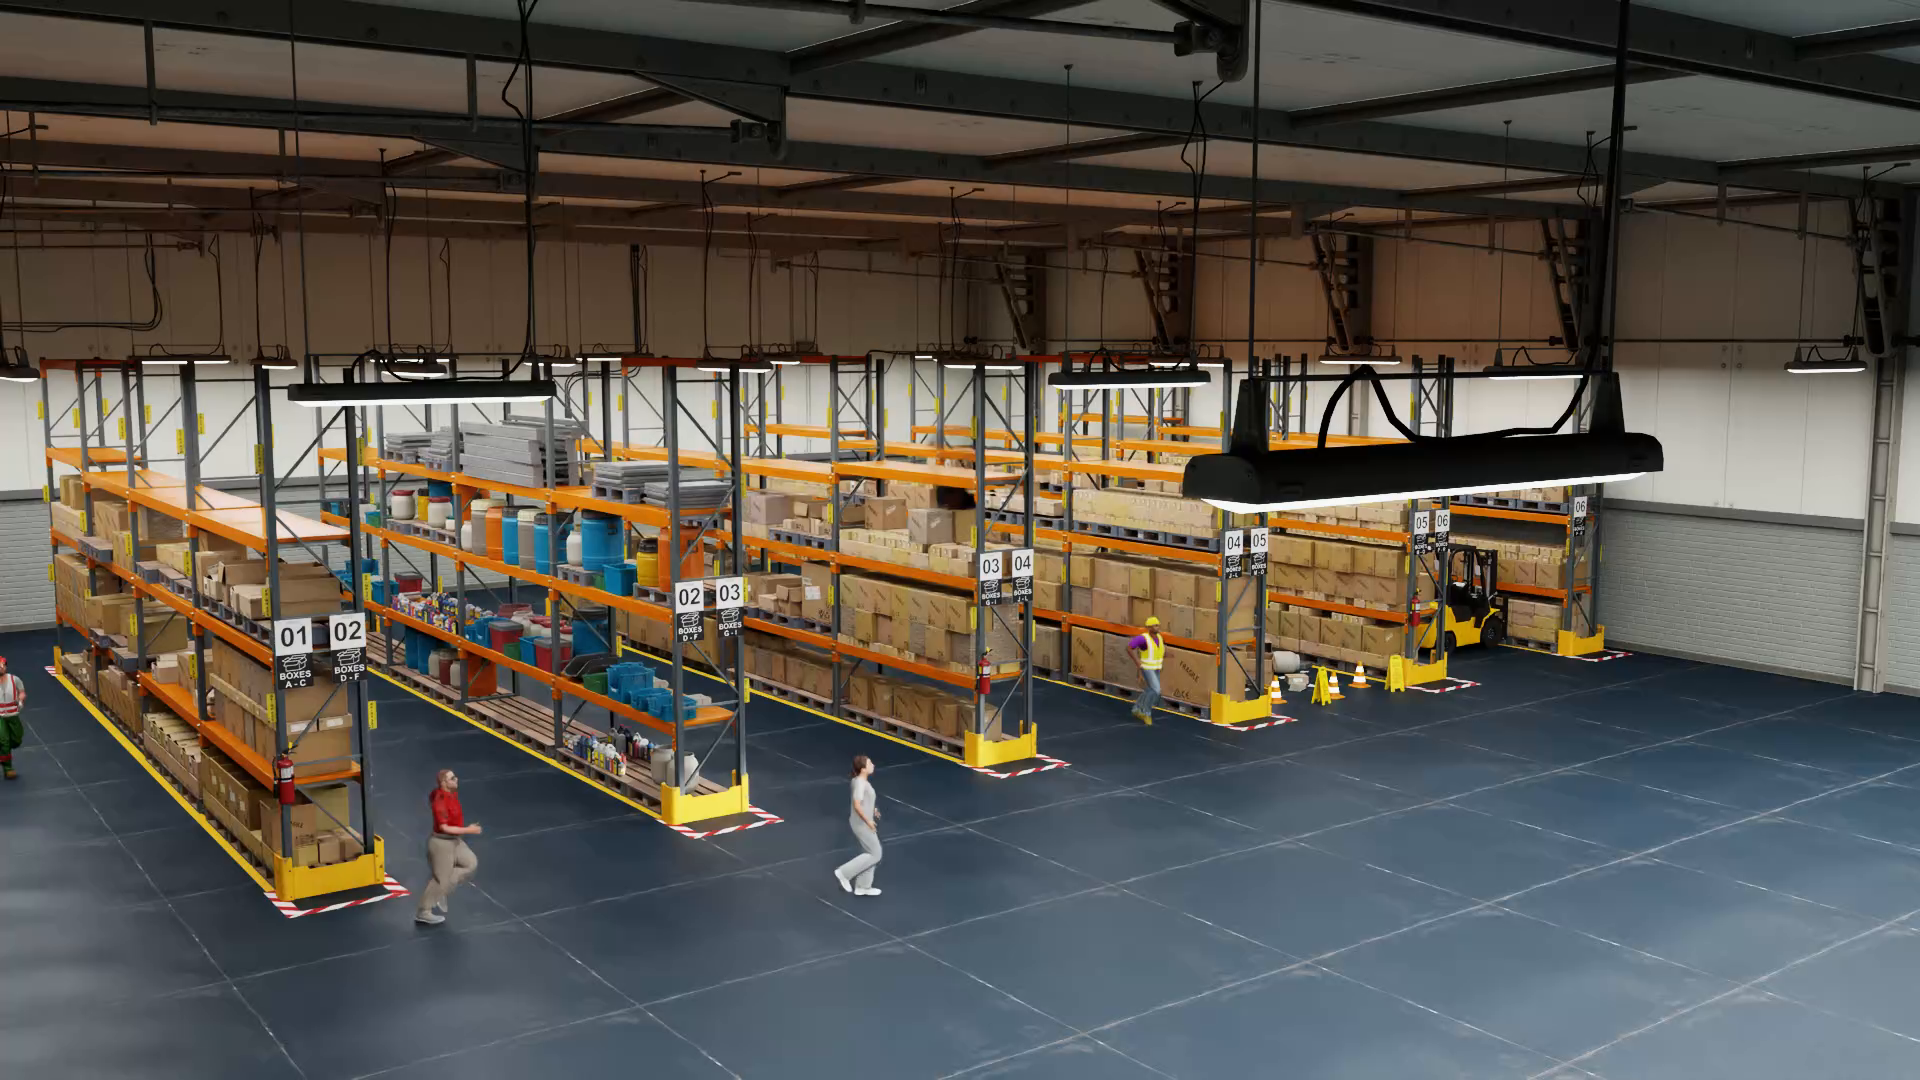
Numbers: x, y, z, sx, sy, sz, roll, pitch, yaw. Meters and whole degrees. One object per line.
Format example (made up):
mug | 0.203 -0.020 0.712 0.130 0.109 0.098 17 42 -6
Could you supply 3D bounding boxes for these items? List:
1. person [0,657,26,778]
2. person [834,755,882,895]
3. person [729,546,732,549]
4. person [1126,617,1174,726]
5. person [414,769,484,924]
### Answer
person | -13.958 2.561 24.239 0.661 1.746 0.767 -7 10 -45
person | -1.142 3.253 18.990 0.513 1.642 0.582 -1 7 -11
person | -5.357 0.917 38.511 0.517 1.548 0.664 -5 8 -35
person | 3.171 2.174 27.588 0.728 1.800 0.699 7 10 44
person | -5.579 3.316 18.165 0.767 1.684 0.690 -1 7 -6
